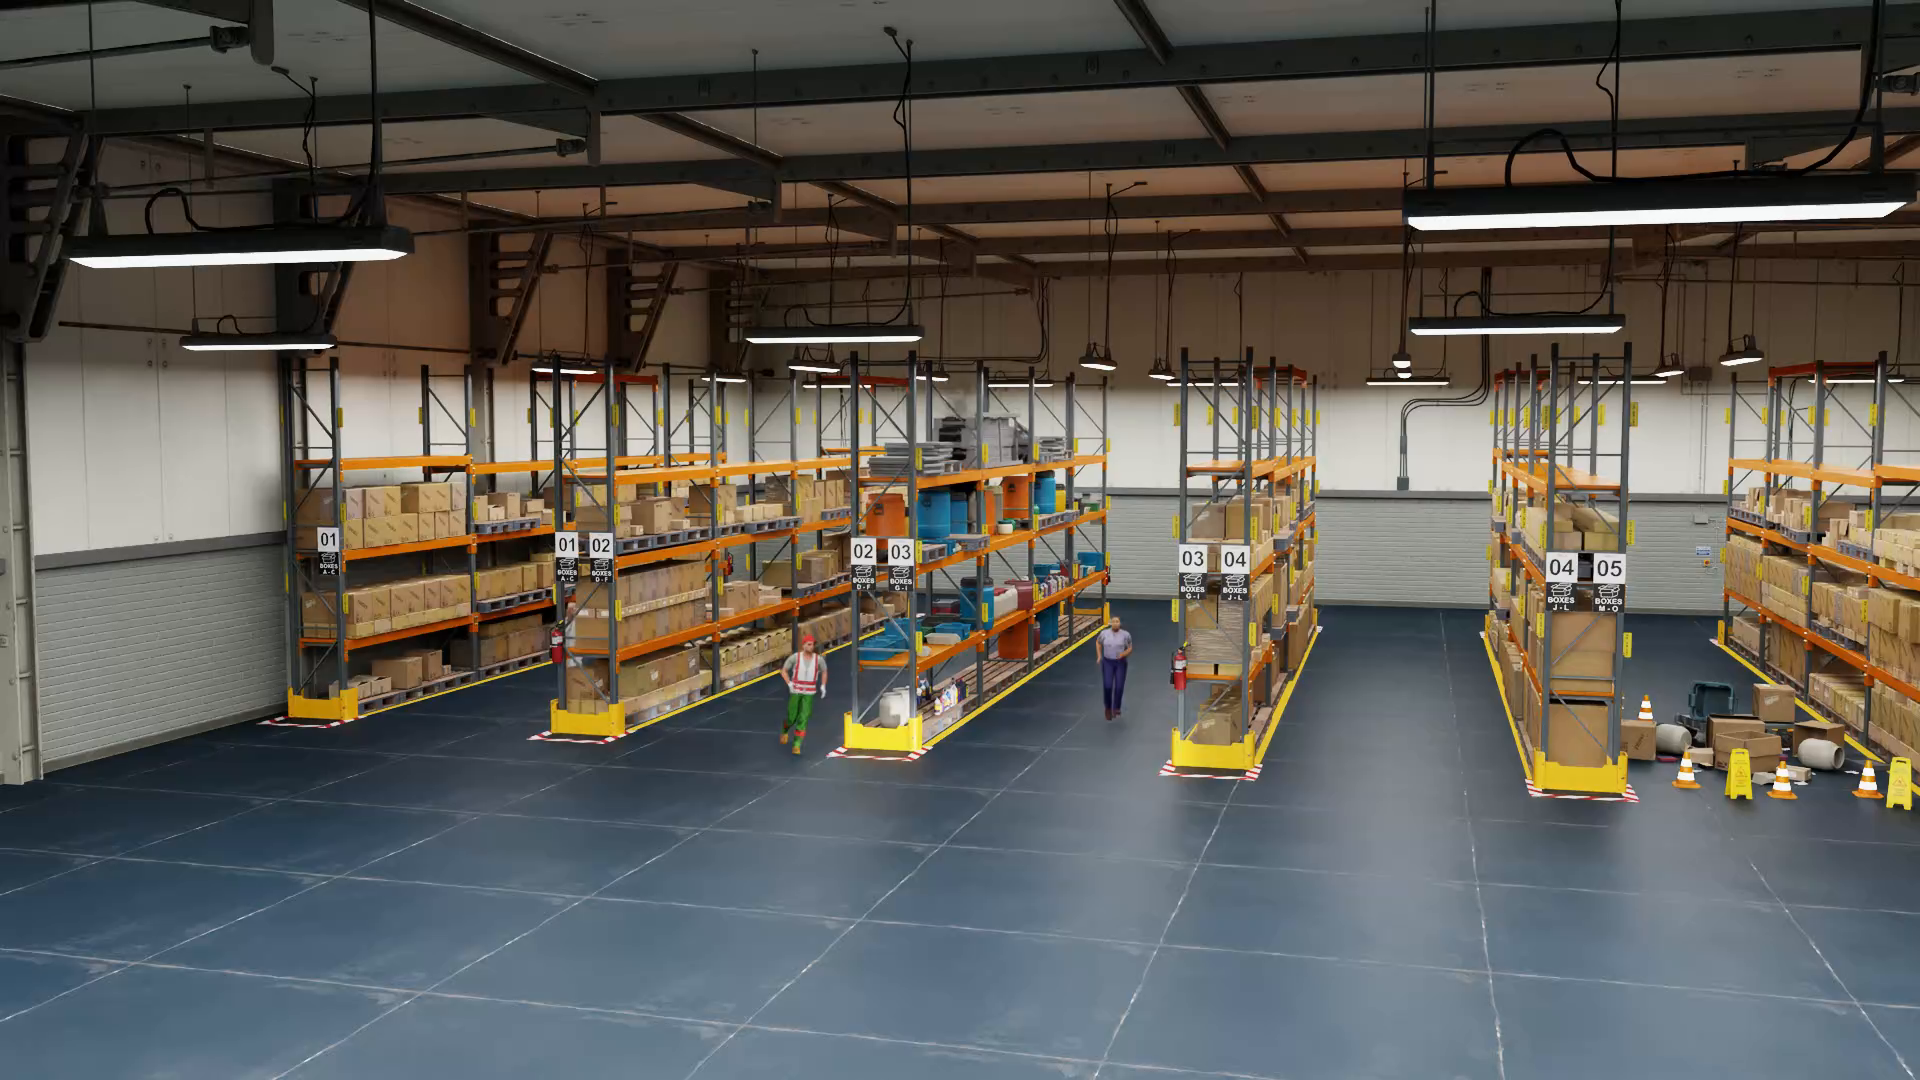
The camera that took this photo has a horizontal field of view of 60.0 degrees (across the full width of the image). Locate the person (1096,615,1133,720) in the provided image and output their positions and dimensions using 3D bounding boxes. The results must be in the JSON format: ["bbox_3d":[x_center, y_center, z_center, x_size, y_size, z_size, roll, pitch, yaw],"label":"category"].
[{"bbox_3d":[2.433,2.016,26.227,0.576,1.685,0.719,0,4,5],"label":"person"}]

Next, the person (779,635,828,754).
[{"bbox_3d":[-2.328,2.293,25.004,0.721,1.746,0.778,-1,4,-15],"label":"person"}]

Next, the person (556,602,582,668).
[{"bbox_3d":[-6.848,1.982,29.219,0.694,1.763,0.673,1,4,13],"label":"person"}]
